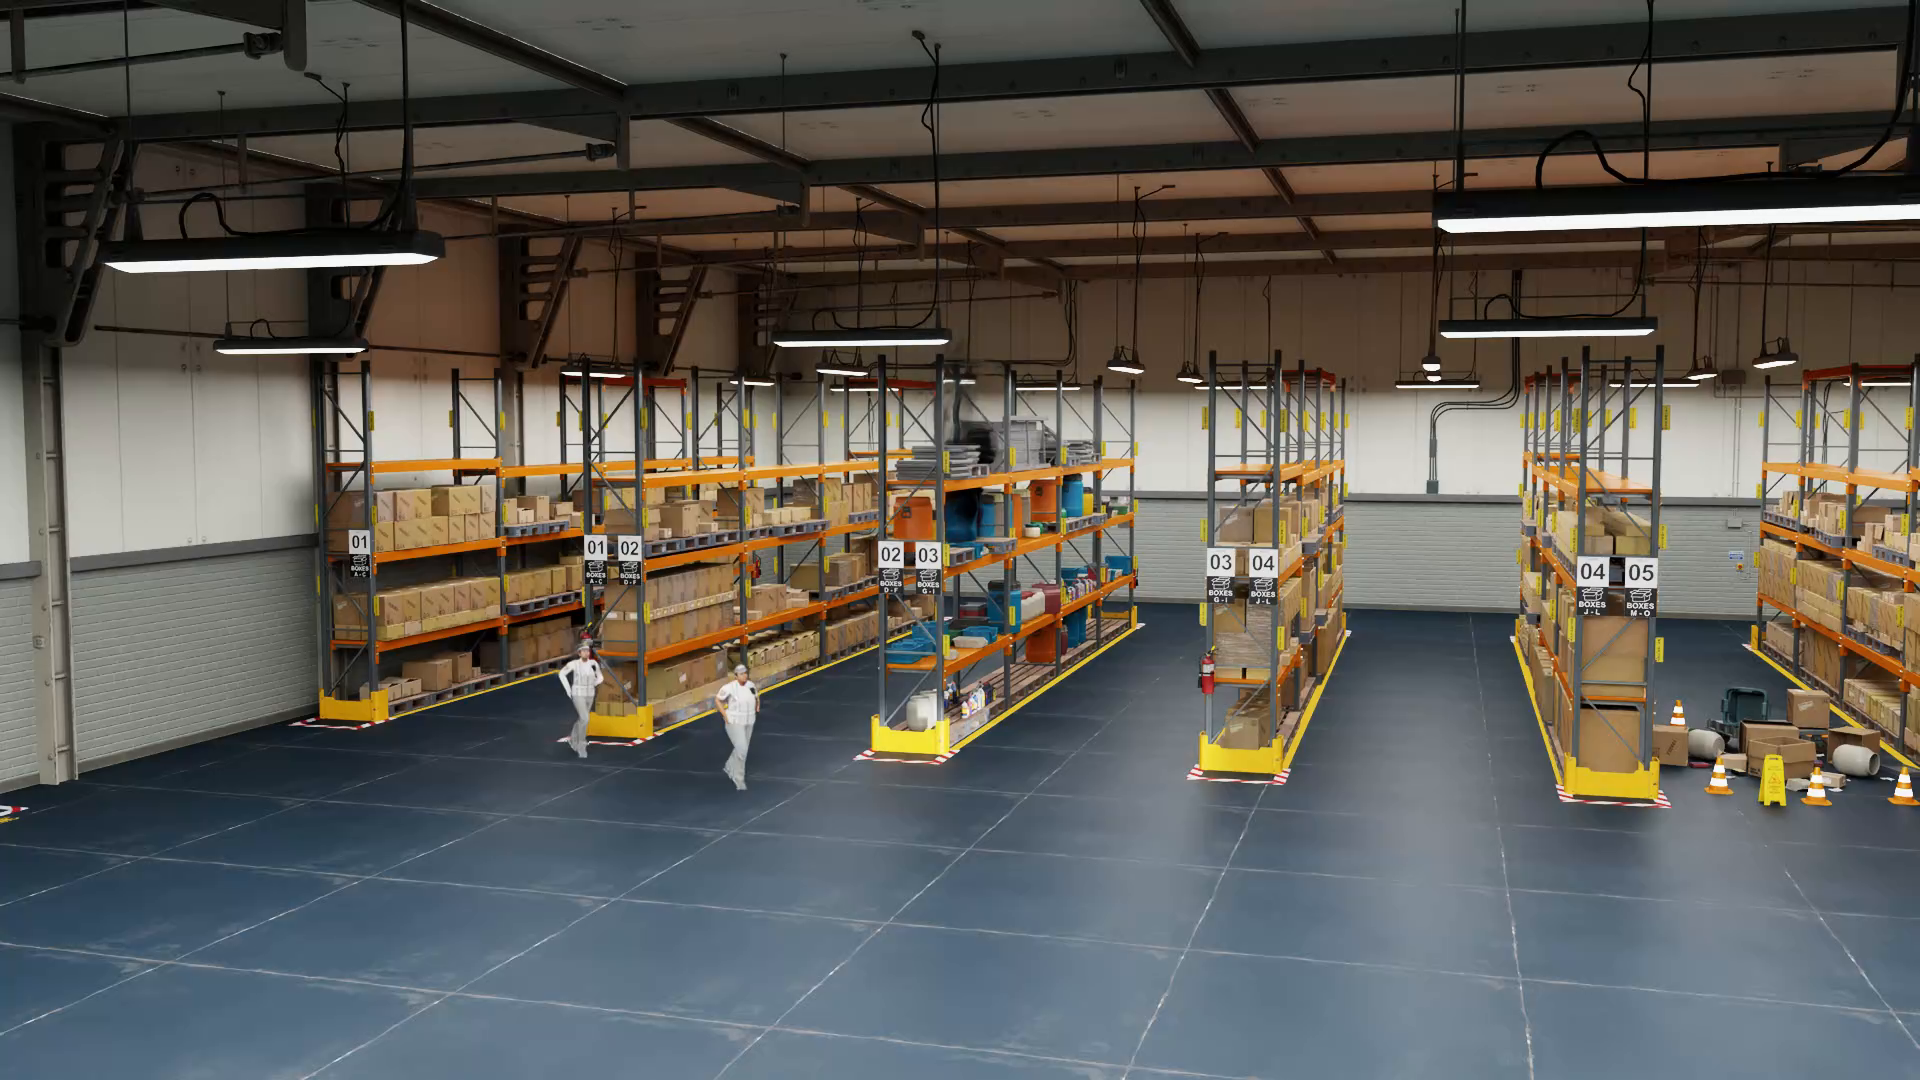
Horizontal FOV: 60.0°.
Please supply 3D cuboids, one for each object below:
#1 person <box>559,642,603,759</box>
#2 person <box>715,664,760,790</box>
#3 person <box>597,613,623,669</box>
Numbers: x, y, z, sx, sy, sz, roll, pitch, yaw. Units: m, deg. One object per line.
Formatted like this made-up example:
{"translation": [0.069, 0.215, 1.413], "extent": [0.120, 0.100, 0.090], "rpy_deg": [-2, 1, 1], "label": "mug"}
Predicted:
{"translation": [-5.665, 2.385, 24.986], "extent": [0.603, 1.750, 0.701], "rpy_deg": [-4, 6, -43], "label": "person"}
{"translation": [-3.035, 2.561, 22.841], "extent": [0.627, 1.741, 0.689], "rpy_deg": [-4, 6, -44], "label": "person"}
{"translation": [-6.563, 1.911, 31.245], "extent": [0.556, 1.678, 0.940], "rpy_deg": [0, 4, 7], "label": "person"}
